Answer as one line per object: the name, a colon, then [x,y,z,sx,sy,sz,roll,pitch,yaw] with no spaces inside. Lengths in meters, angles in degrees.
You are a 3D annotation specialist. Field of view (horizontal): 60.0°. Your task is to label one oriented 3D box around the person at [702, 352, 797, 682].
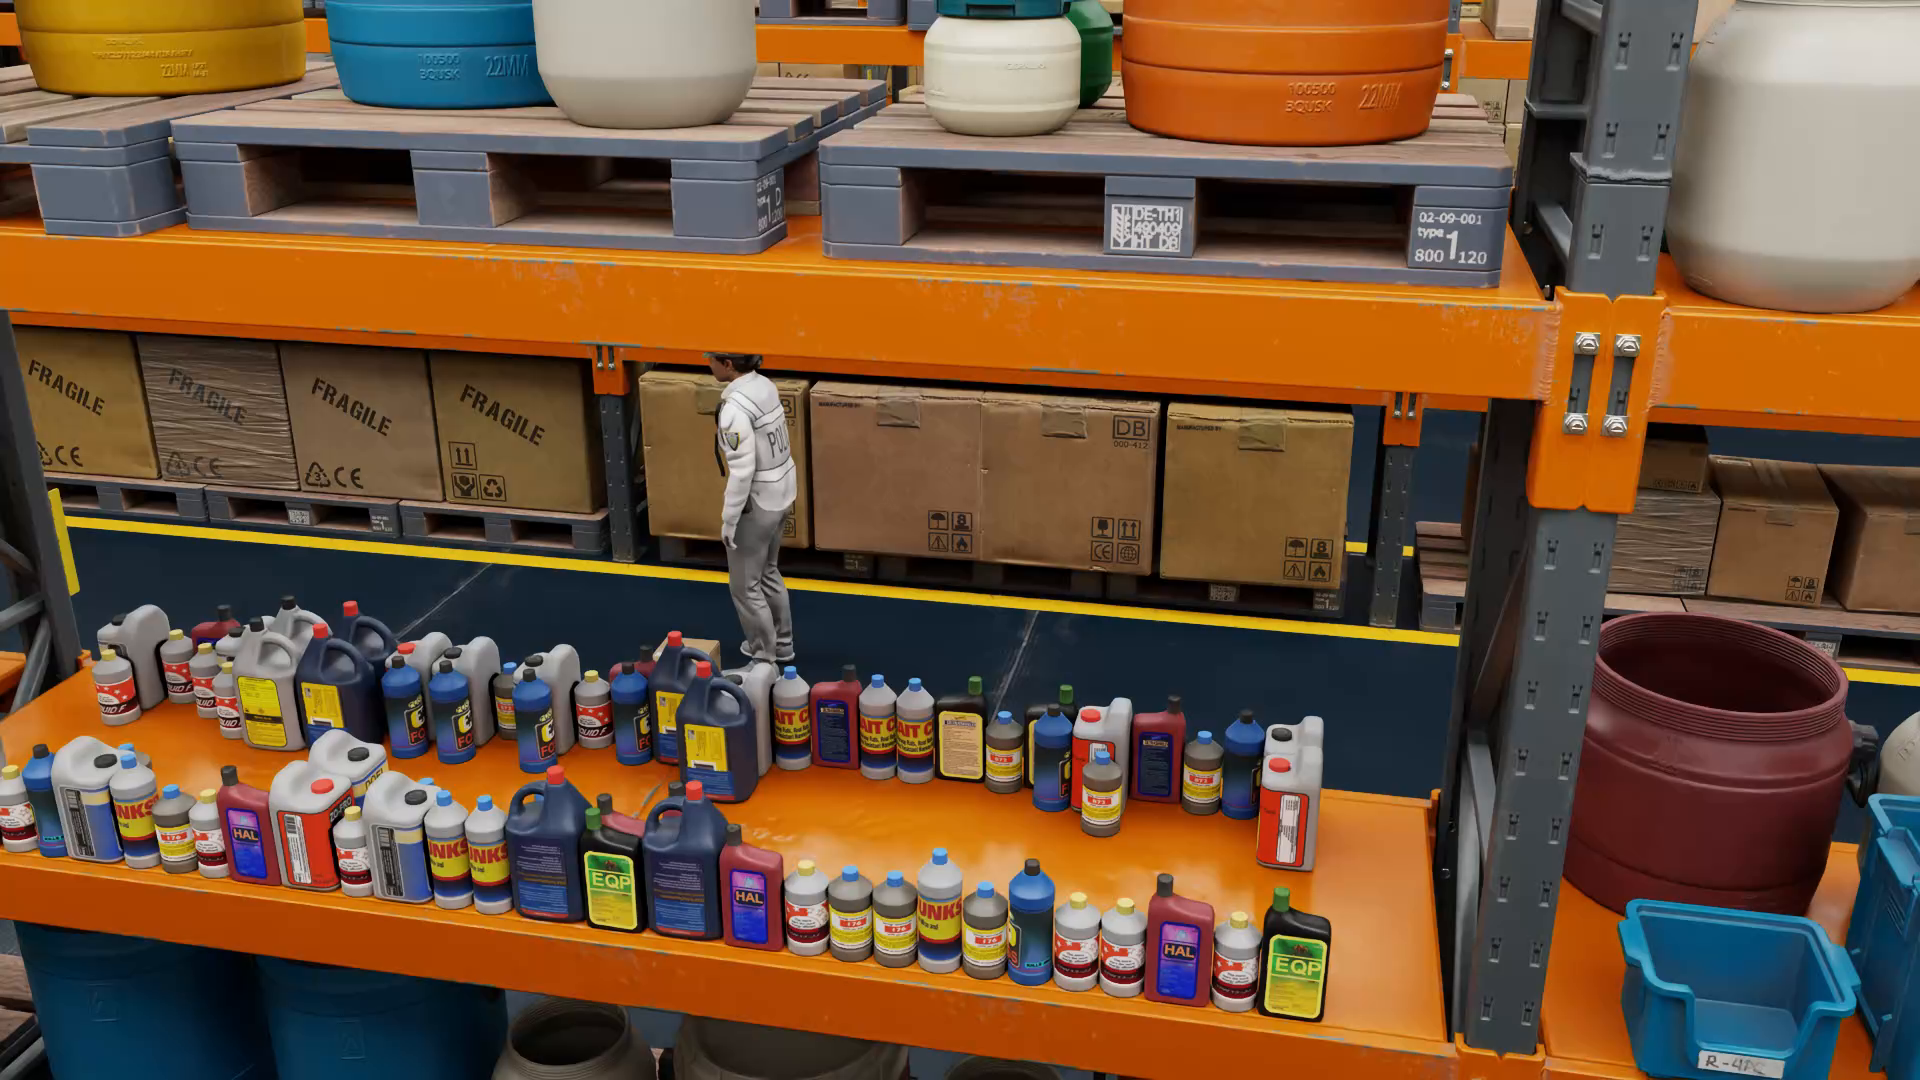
person: [-0.930,-0.151,7.459,0.374,1.664,0.529,5,22,12]
